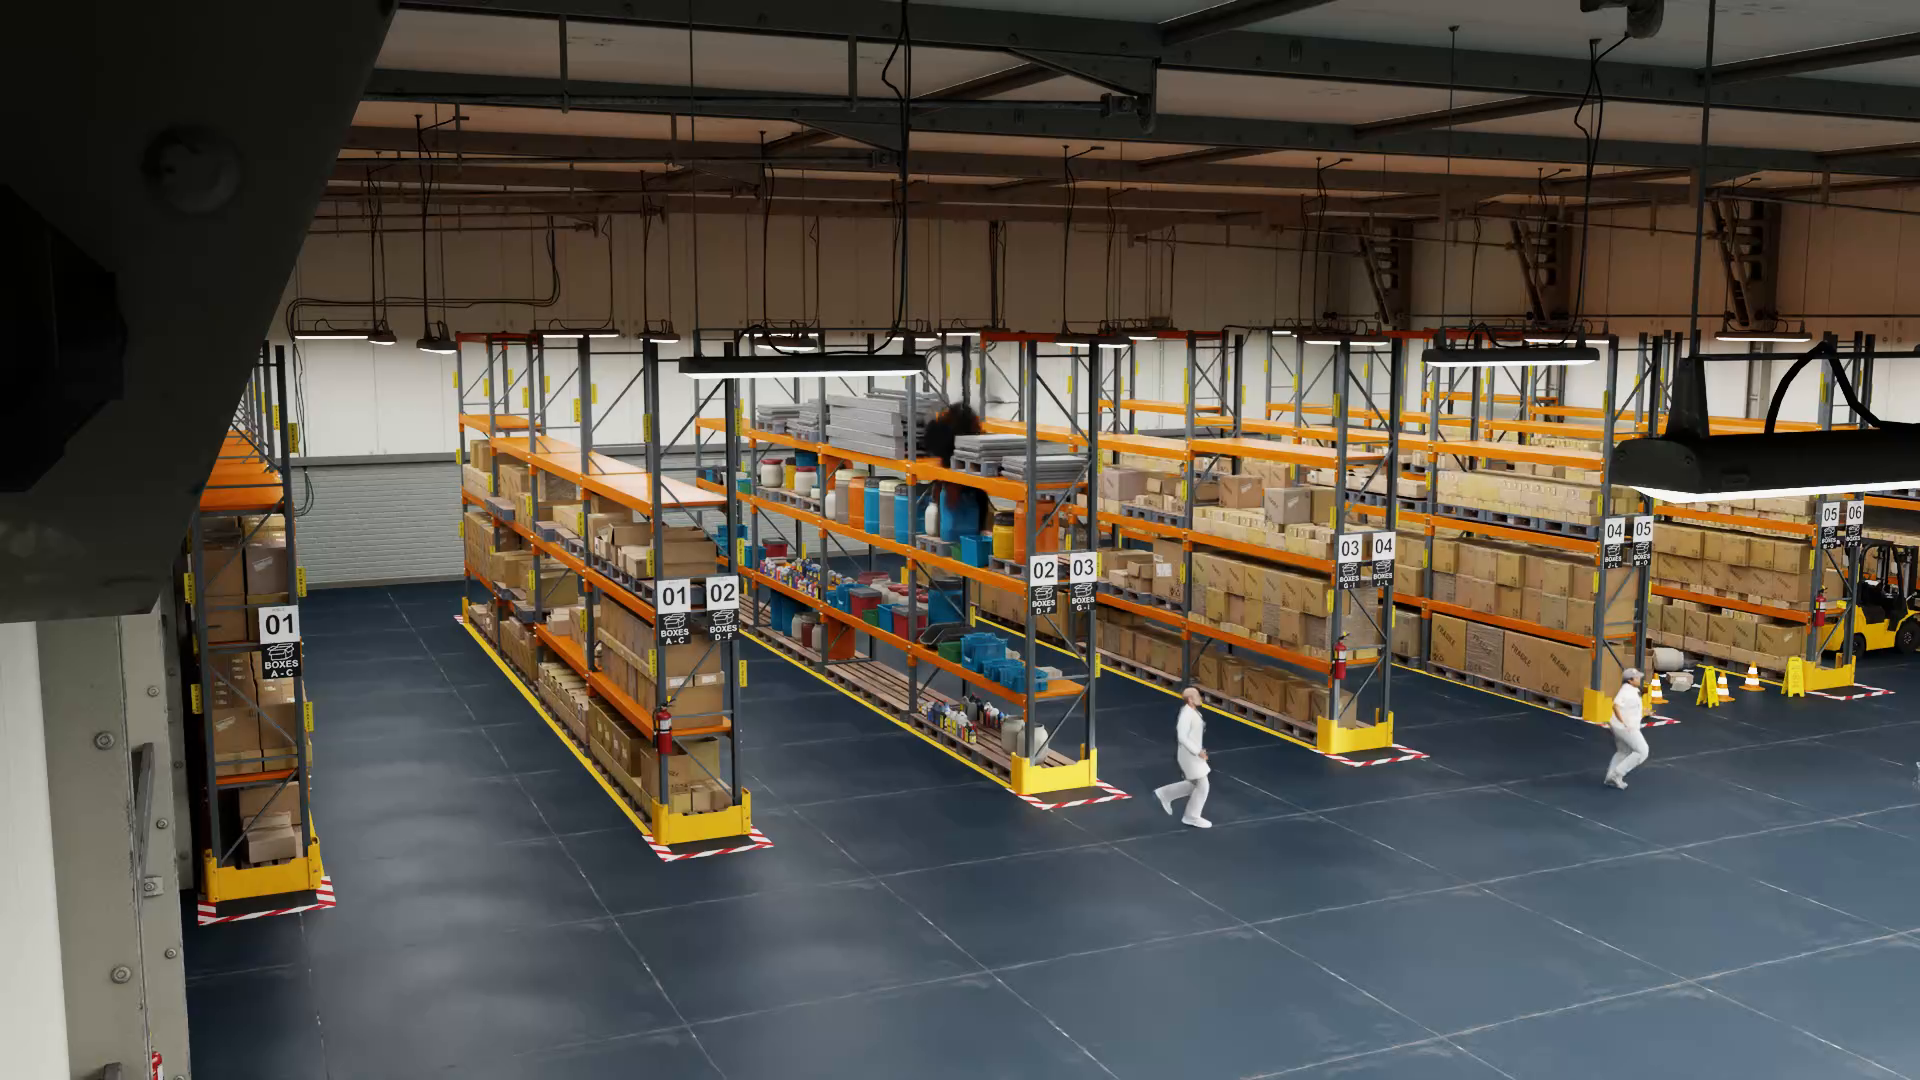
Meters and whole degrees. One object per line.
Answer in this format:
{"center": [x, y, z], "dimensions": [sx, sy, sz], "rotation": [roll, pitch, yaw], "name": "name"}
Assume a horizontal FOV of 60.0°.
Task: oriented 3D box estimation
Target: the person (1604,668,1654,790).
{"center": [8.995, 2.520, 22.315], "dimensions": [0.592, 1.633, 0.586], "rotation": [2, 8, 14], "name": "person"}

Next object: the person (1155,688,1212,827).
{"center": [2.794, 2.697, 20.740], "dimensions": [0.717, 1.747, 0.746], "rotation": [1, 8, 8], "name": "person"}

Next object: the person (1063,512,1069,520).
{"center": [2.600, -0.015, 41.361], "dimensions": [0.653, 1.517, 0.603], "rotation": [8, 11, 44], "name": "person"}
